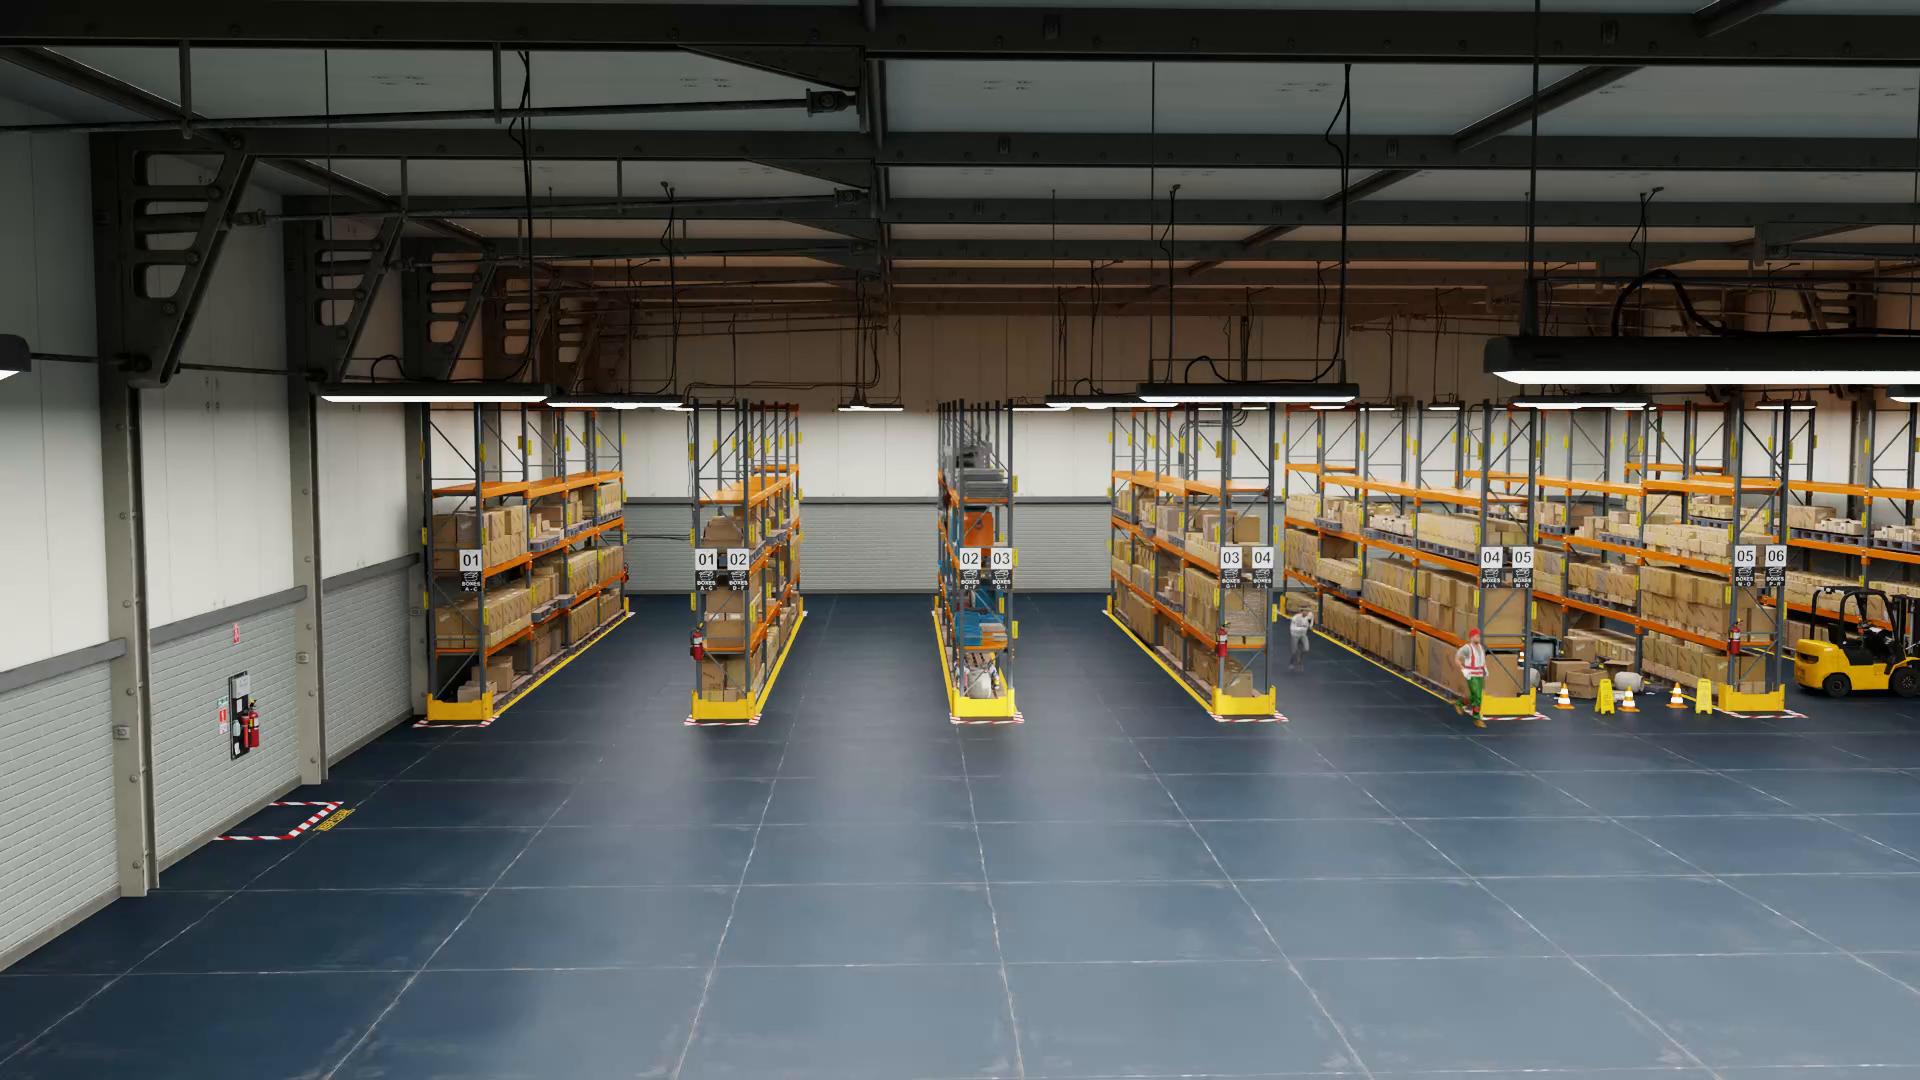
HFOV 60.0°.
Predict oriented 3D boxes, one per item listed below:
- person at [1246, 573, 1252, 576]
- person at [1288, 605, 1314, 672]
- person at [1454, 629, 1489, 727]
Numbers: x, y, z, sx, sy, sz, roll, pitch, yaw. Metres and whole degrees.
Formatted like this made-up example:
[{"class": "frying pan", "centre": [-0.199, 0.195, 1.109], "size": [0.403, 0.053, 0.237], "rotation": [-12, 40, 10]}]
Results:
[{"class": "person", "centre": [8.021, 1.323, 46.768], "size": [0.698, 1.703, 0.639], "rotation": [1, 4, 7]}, {"class": "person", "centre": [7.550, 2.160, 36.803], "size": [0.643, 1.538, 0.919], "rotation": [-1, 4, -14]}, {"class": "person", "centre": [9.445, 2.521, 30.744], "size": [0.684, 1.774, 0.829], "rotation": [-3, 5, -33]}]
